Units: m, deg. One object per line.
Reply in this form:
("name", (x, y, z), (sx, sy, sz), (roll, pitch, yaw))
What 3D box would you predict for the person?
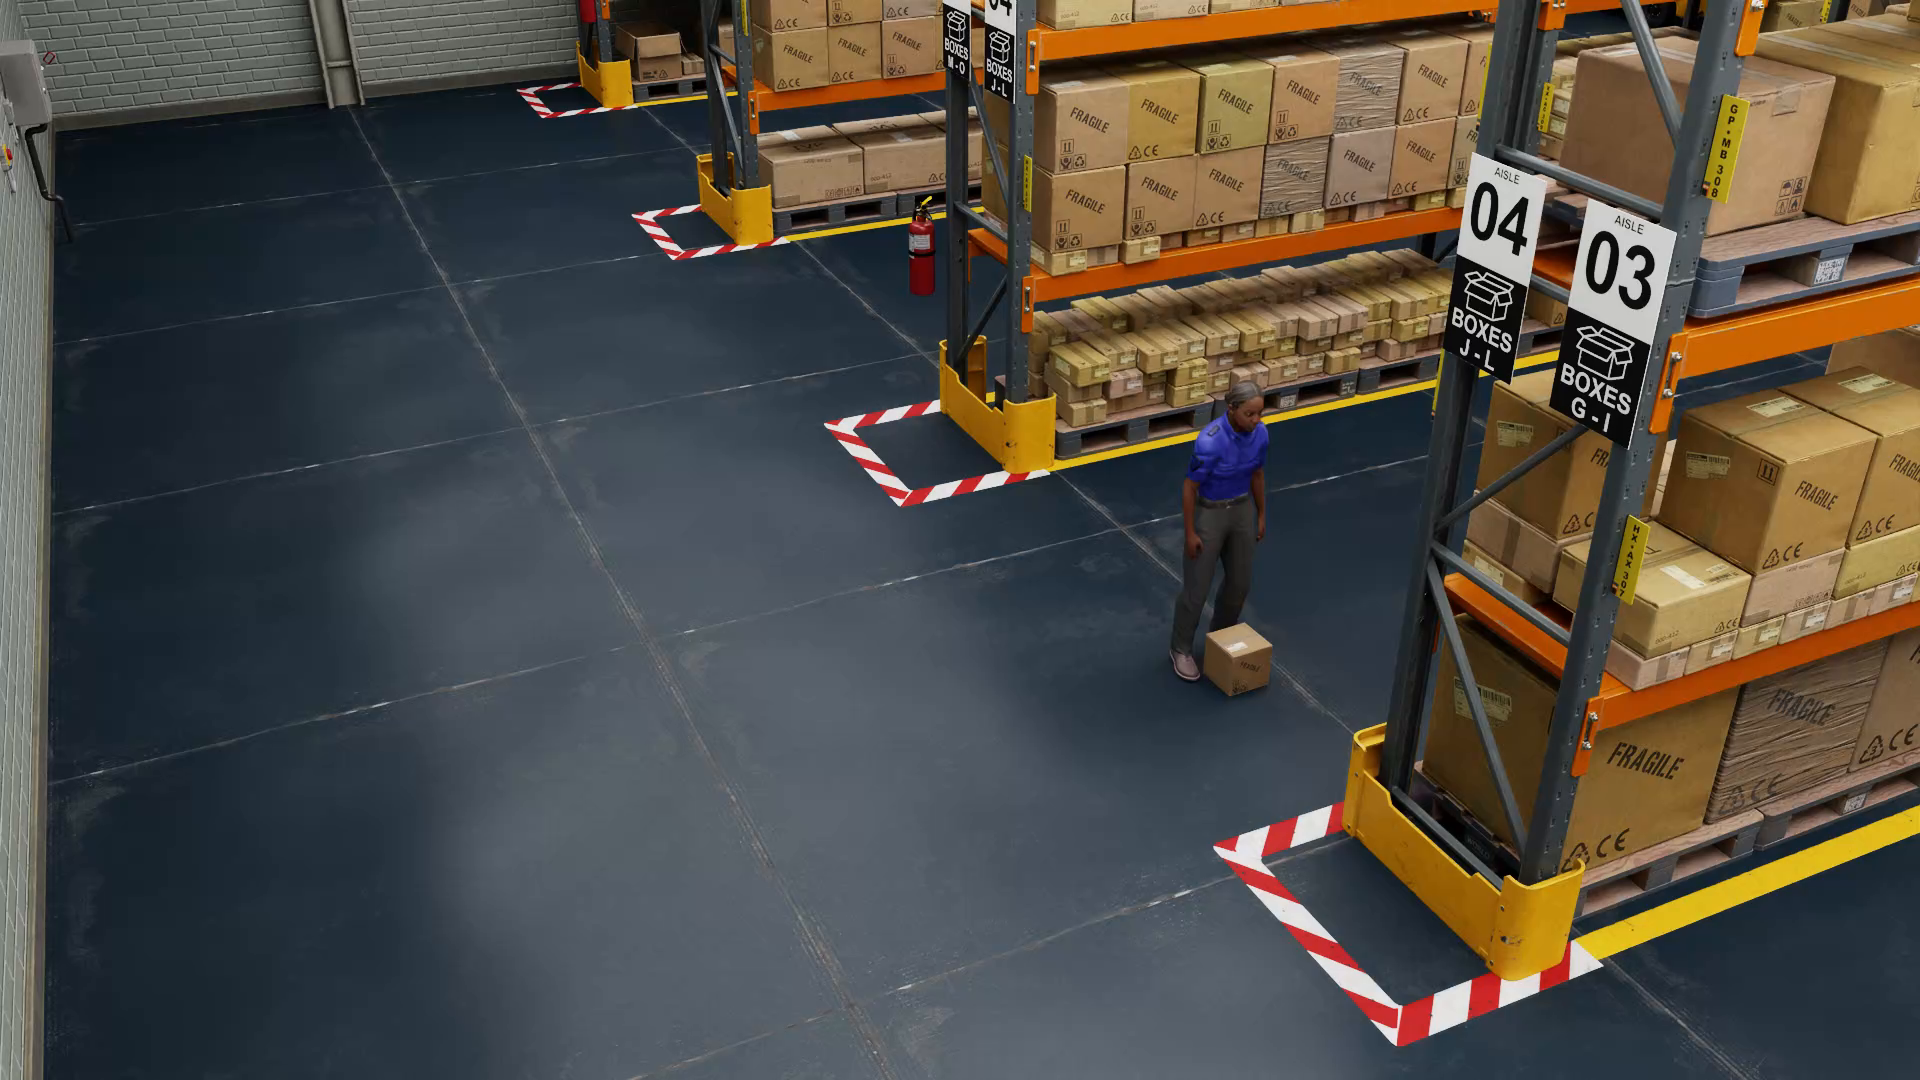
("person", (1.353, -0.081, 8.593), (0.515, 1.655, 0.351), (-14, 33, -23))
